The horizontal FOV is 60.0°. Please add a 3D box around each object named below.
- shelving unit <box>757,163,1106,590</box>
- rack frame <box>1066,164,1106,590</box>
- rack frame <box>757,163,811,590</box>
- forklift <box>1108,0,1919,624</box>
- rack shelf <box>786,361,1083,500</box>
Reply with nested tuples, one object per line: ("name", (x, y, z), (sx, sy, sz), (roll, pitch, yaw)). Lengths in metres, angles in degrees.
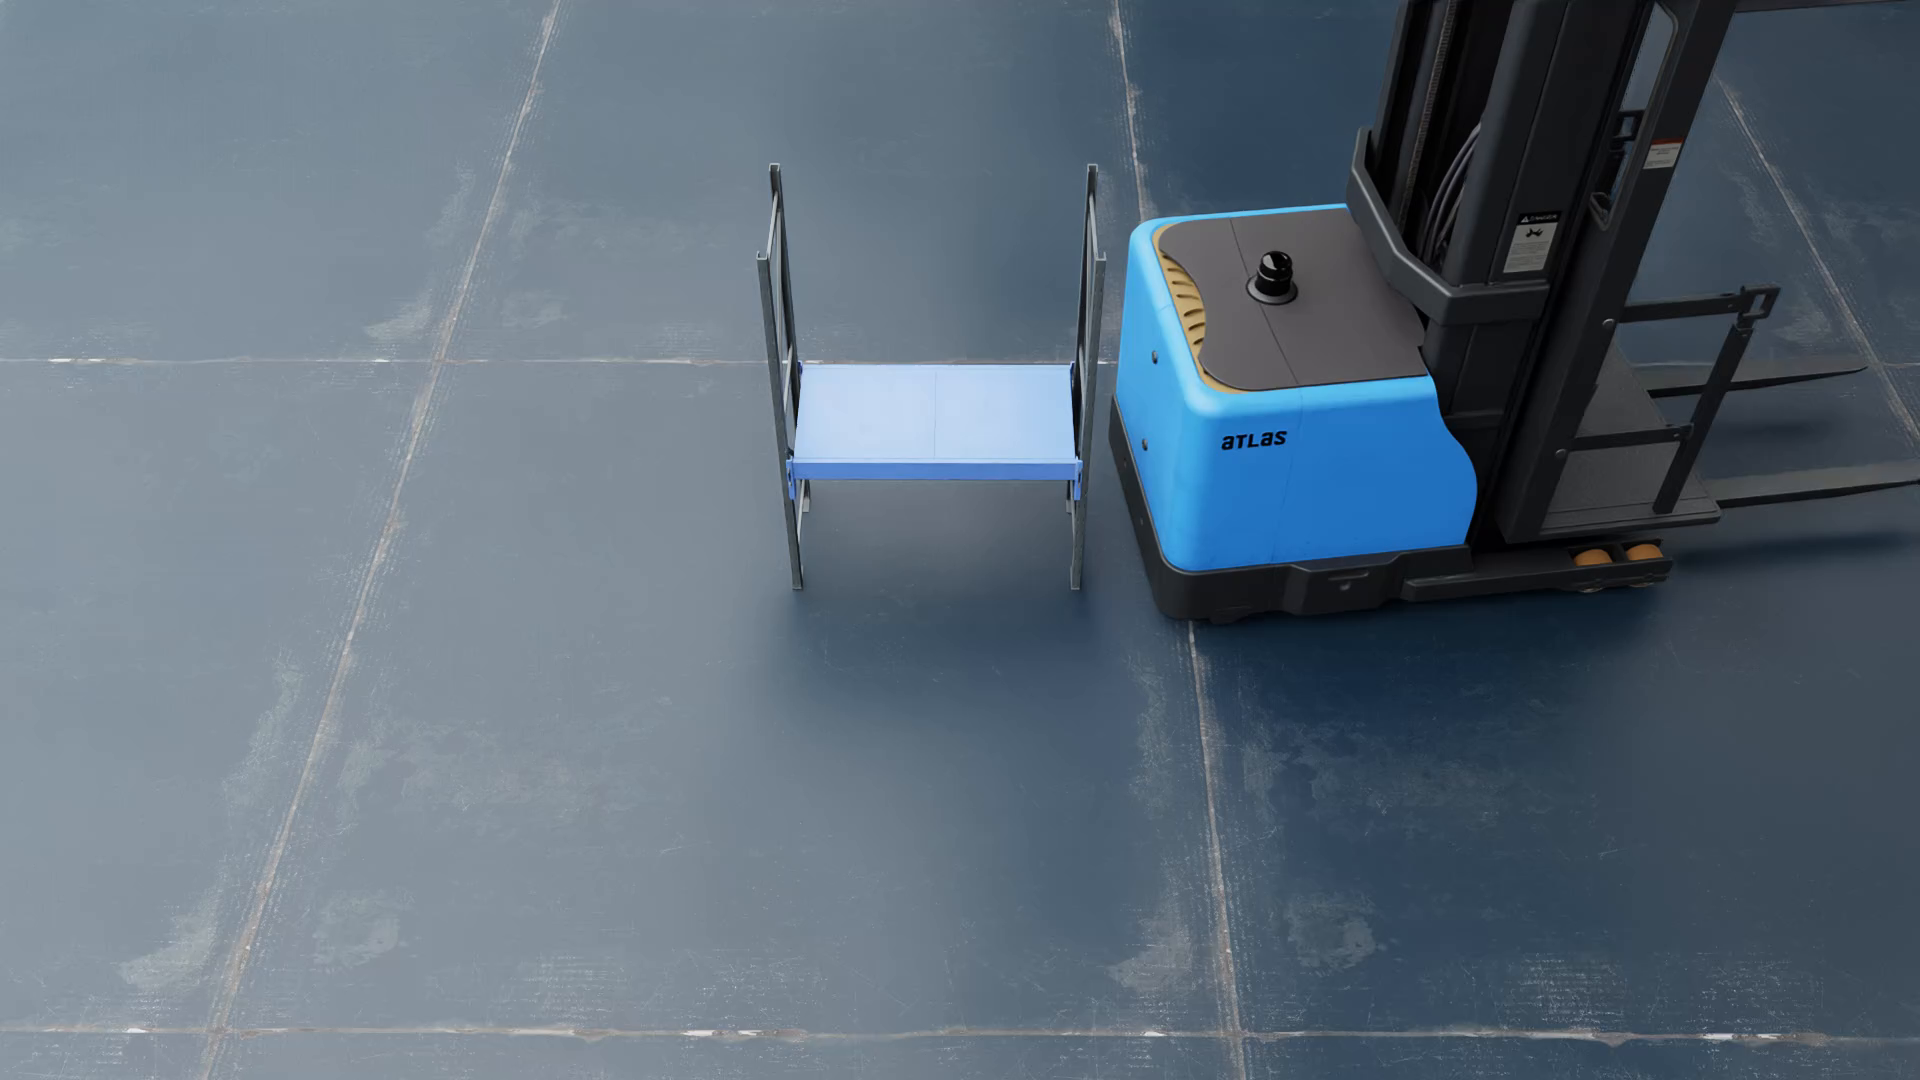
("shelving unit", (-0.085, -0.511, 5.701), (1.048, 1.500, 0.538), (0, 47, 0))
("rack frame", (0.423, -0.510, 5.700), (0.032, 1.500, 0.500), (0, 47, 0))
("rack frame", (-0.594, -0.513, 5.703), (0.032, 1.500, 0.500), (0, 47, 0))
("forklift", (2.140, -1.187, 5.352), (3.031, 2.935, 1.130), (-6, 47, -5))
("rack shelf", (-0.085, -0.389, 5.833), (1.000, 0.185, 0.538), (0, 47, 0))
